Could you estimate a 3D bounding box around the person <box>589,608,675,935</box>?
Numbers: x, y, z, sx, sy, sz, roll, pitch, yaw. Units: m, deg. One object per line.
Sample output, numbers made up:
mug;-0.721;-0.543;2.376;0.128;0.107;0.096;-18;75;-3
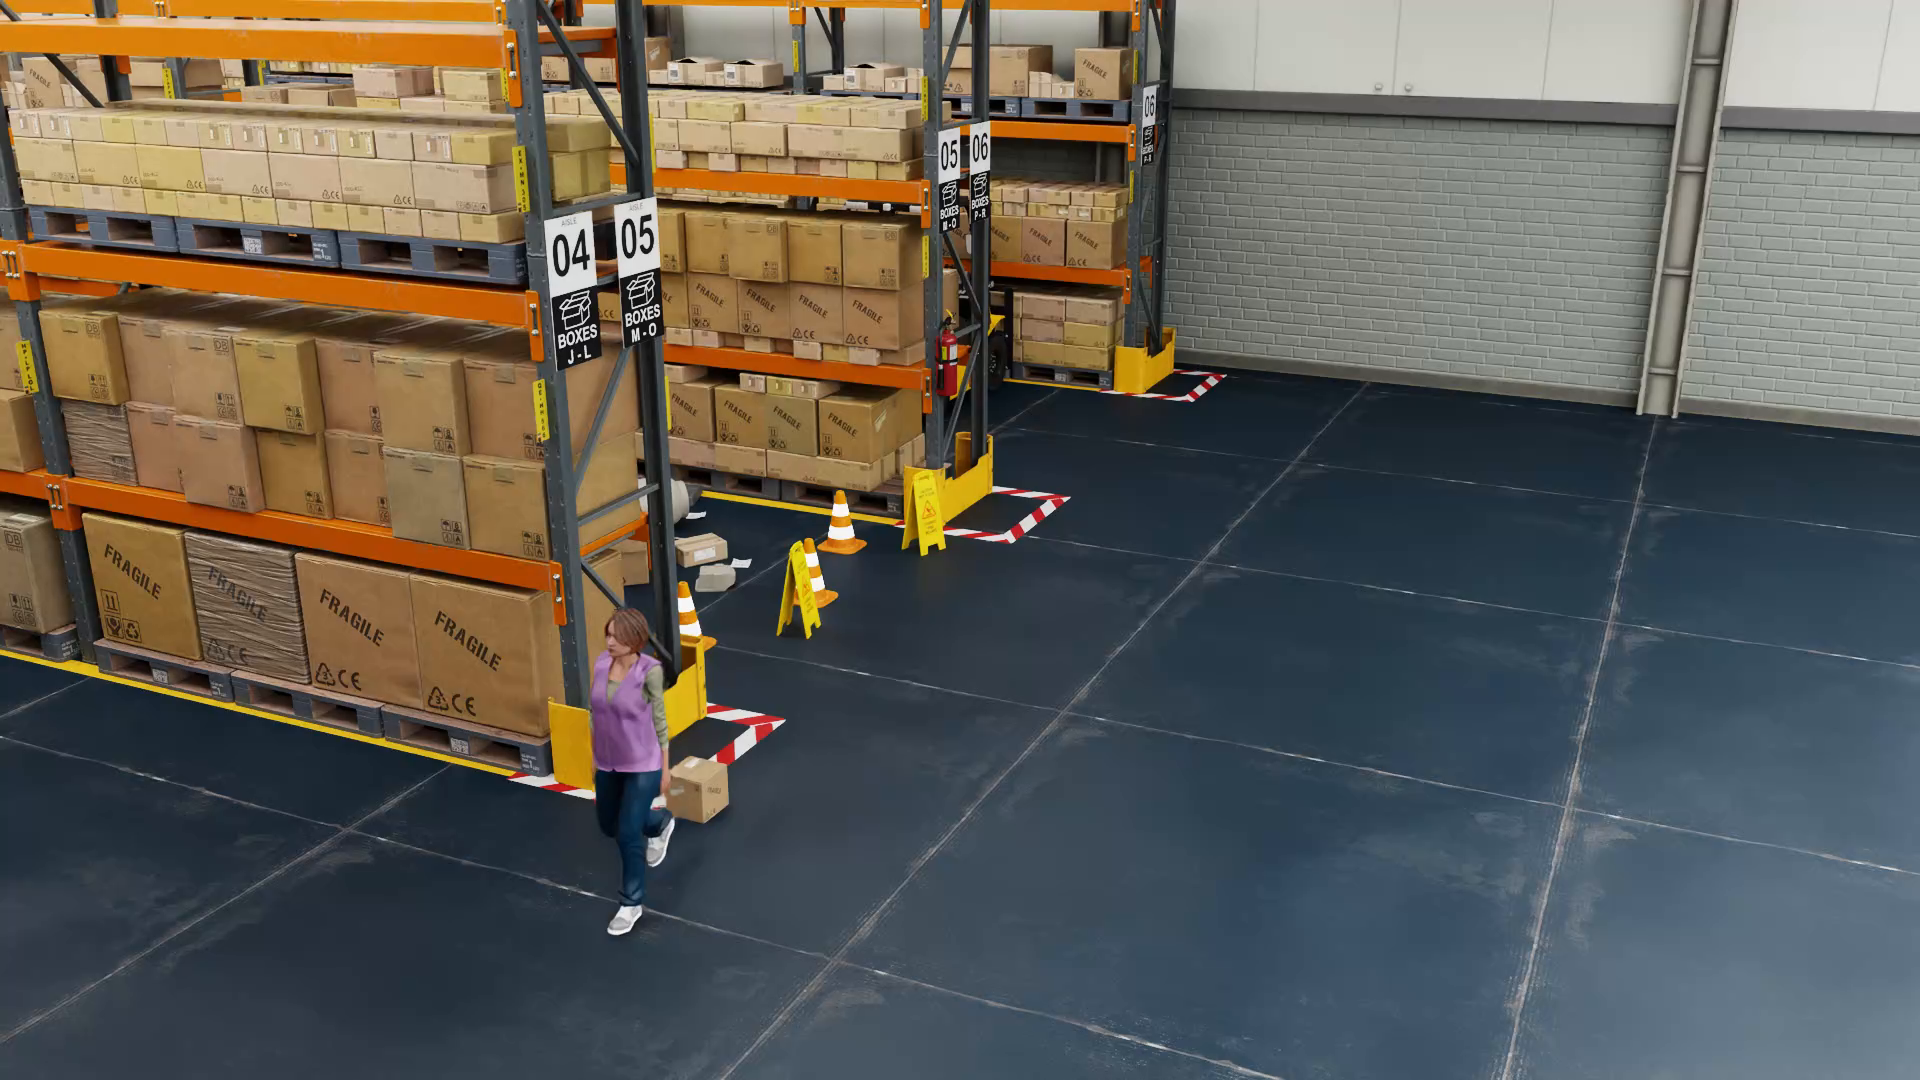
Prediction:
person;-1.579;1.053;8.042;0.416;1.570;0.719;9;21;24
